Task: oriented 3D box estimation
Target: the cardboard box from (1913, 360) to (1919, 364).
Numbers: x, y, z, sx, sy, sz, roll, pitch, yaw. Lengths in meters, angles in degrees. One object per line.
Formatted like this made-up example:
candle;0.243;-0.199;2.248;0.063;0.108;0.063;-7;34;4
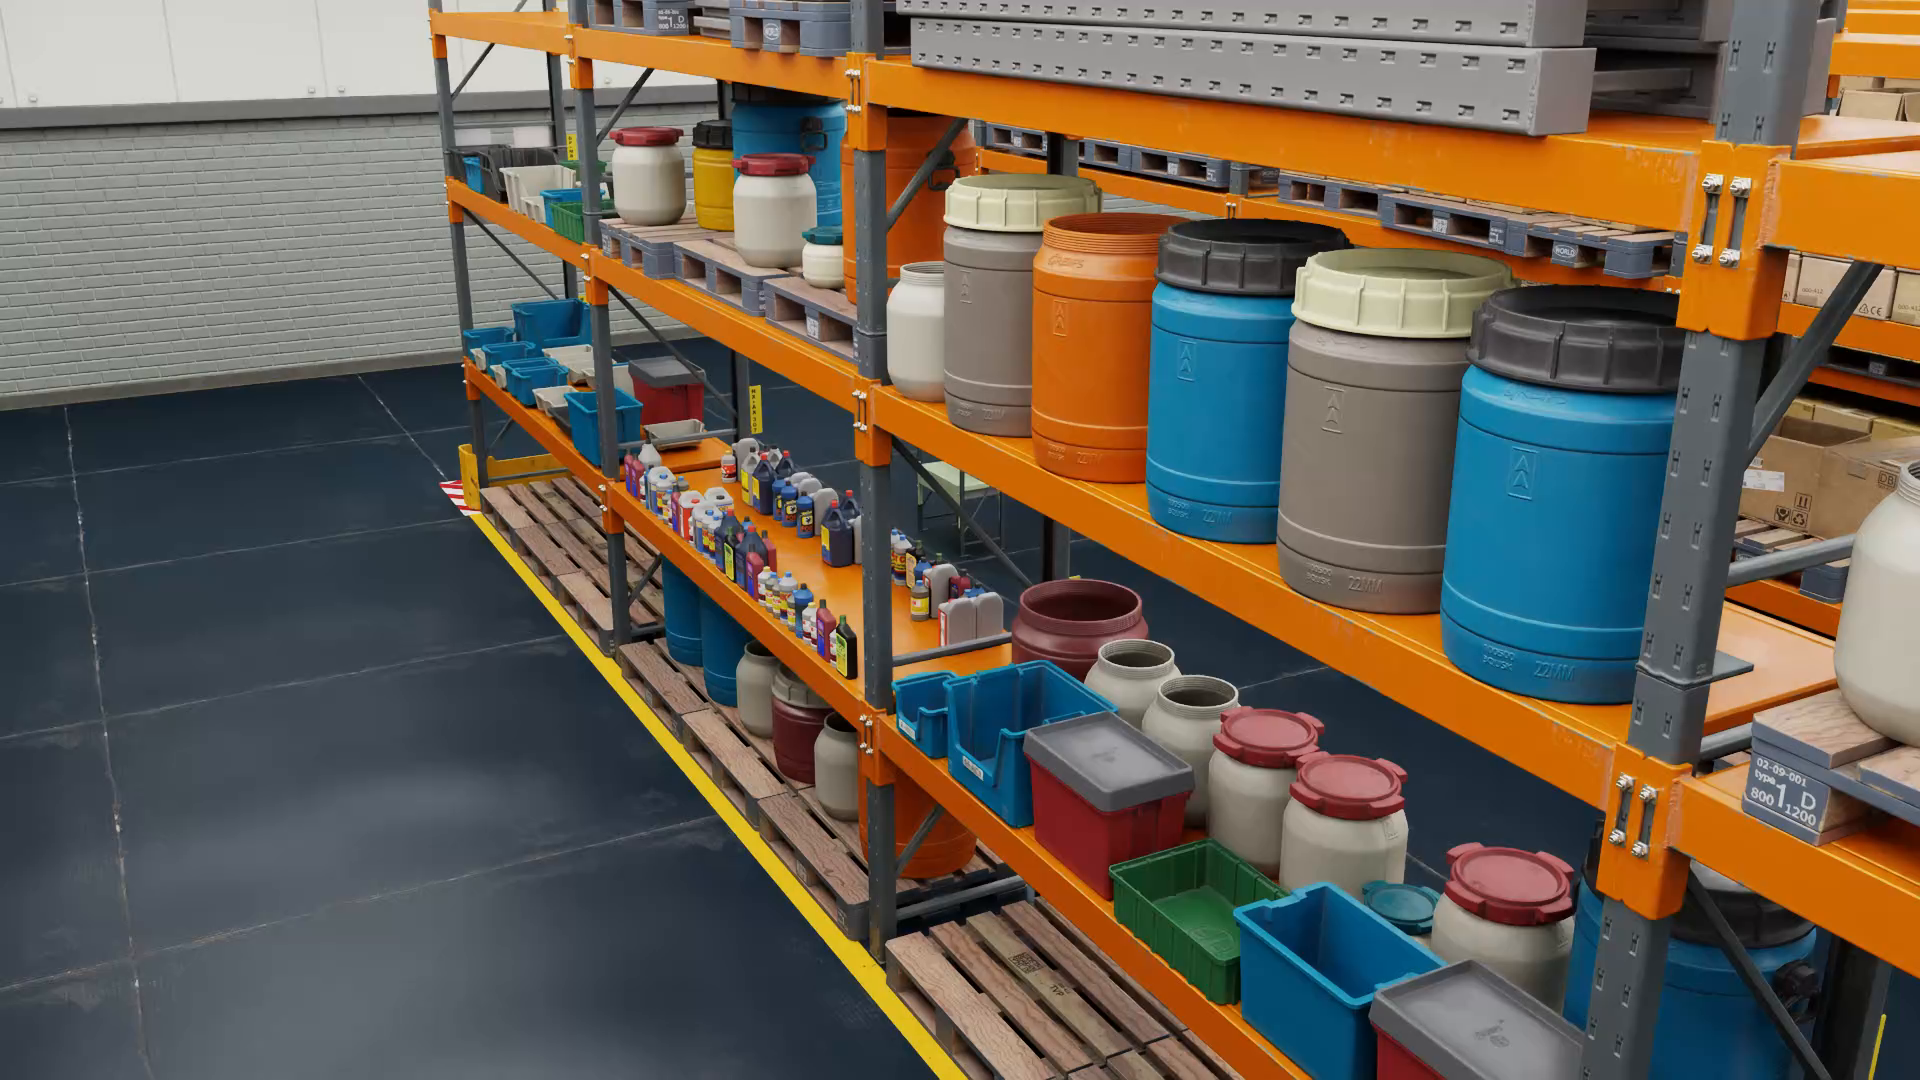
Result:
cardboard box;7.688;-1.458;13.000;0.380;0.149;0.250;-11;22;-29

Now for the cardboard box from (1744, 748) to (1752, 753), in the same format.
cardboard box;4.733;0.889;9.615;0.700;0.500;0.500;-11;22;-30

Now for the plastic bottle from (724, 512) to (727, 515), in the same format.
plastic bottle;-1.326;-0.062;9.517;0.097;0.201;0.097;0;19;0

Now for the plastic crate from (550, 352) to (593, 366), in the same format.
plastic crate;-3.089;-1.416;13.448;0.396;0.136;0.243;-10;21;-27

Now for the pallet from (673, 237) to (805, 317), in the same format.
pallet;-0.862;-1.449;8.923;1.003;0.211;1.213;-10;21;-27

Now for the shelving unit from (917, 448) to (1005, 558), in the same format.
shelving unit;0.003;-0.707;13.381;0.431;1.500;0.755;-10;21;-27

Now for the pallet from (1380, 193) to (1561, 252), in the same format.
pallet;3.511;-2.100;10.810;1.003;0.211;1.213;-9;21;-24

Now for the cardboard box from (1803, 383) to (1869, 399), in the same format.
cardboard box;7.719;-1.209;14.575;0.500;0.250;0.500;-9;21;-24

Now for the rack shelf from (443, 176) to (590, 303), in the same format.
rack shelf;-2.811;-2.307;12.224;1.077;0.370;4.000;-10;21;-27

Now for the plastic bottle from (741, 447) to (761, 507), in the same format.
plastic bottle;-1.264;-0.397;10.258;0.144;0.351;0.185;-10;21;-27

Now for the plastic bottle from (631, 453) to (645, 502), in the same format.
plastic bottle;-1.999;-0.391;10.344;0.061;0.283;0.133;-10;21;-27

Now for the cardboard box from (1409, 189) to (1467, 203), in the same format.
cardboard box;3.408;-2.523;10.943;0.797;0.503;0.637;-10;22;-27

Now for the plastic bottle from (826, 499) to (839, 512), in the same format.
plastic bottle;-0.714;-0.100;9.520;0.097;0.271;0.097;0;19;0

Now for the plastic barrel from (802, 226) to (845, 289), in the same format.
plastic barrel;-0.600;-1.343;7.896;0.301;0.262;0.301;0;19;0

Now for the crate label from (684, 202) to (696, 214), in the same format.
crate label;-1.839;-2.134;11.023;0.293;0.136;0.466;-10;21;-27

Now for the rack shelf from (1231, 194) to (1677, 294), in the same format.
rack shelf;3.447;-1.926;11.120;1.077;0.370;4.000;-10;21;-27

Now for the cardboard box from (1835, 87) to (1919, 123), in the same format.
cardboard box;7.529;-3.363;13.379;0.797;0.503;0.637;-10;22;-27

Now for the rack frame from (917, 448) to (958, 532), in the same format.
rack frame;-0.171;-0.812;13.686;0.400;1.500;0.023;-10;21;-27

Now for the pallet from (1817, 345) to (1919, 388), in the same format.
pallet;7.834;-1.485;13.630;1.003;0.211;1.213;-10;21;-27

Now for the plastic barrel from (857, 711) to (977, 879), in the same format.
plastic barrel;-0.209;1.182;8.289;0.600;0.830;0.708;-10;21;-27

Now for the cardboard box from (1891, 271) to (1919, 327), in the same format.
cardboard box;4.892;-1.154;8.007;0.500;0.250;0.500;-9;21;-26

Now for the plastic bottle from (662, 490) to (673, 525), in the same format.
plastic bottle;-1.726;-0.199;9.914;0.097;0.201;0.097;0;19;0

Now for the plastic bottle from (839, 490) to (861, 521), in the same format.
plastic bottle;-0.614;-0.103;9.406;0.144;0.351;0.185;-10;21;-27

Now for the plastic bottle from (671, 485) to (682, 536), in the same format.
plastic bottle;-1.641;-0.174;9.716;0.061;0.283;0.133;-10;21;-27

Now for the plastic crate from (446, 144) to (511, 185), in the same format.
plastic crate;-3.823;-3.006;13.347;0.497;0.269;0.590;-10;21;-27

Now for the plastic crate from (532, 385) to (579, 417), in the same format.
plastic crate;-2.953;-1.012;12.279;0.293;0.136;0.466;-10;21;-27

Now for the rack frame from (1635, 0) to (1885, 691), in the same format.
rack frame;1.938;-1.195;3.298;1.000;3.000;0.127;-10;21;-27

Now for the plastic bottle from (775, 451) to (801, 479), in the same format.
plastic bottle;-1.049;-0.366;10.169;0.144;0.351;0.185;-10;21;-27

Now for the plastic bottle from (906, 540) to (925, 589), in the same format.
plastic bottle;-0.236;0.129;8.838;0.061;0.283;0.133;-10;21;-27

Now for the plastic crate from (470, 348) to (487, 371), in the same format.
plastic crate;-3.854;-1.481;13.636;0.250;0.136;0.298;-10;21;-27

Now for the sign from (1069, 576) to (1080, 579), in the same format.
sign;0.519;0.328;7.831;0.100;0.325;0.005;-10;21;-27

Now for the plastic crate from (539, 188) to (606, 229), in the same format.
plastic crate;-2.575;-2.206;11.084;0.416;0.233;0.300;-10;21;-27

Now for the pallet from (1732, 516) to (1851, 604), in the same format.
pallet;4.829;0.004;9.314;1.213;0.211;1.003;-10;21;-27

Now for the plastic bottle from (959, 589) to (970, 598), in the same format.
plastic bottle;0.040;0.347;8.332;0.097;0.201;0.097;0;19;0

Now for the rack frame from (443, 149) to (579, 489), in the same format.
rack frame;-3.761;-1.804;14.260;1.000;3.000;0.127;-10;21;-27

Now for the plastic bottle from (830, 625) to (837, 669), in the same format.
plastic bottle;-0.568;0.501;7.886;0.097;0.201;0.097;0;19;0

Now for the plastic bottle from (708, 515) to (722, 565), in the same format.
plastic bottle;-1.350;-0.005;9.244;0.097;0.271;0.097;0;19;0

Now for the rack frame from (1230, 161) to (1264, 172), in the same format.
rack frame;2.498;-4.259;12.177;1.000;3.000;0.127;-10;21;-27

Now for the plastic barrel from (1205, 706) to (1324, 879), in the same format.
plastic barrel;1.122;0.933;6.119;0.433;0.535;0.433;0;19;0

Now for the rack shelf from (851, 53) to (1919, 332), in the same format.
rack shelf;0.988;-1.240;5.145;1.077;0.370;4.000;-10;21;-27

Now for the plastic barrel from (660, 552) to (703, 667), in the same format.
plastic barrel;-1.618;0.297;10.746;0.600;0.901;0.708;-10;21;-27

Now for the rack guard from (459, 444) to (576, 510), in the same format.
rack guard;-3.784;-0.627;14.682;1.175;0.500;0.348;-10;21;-27

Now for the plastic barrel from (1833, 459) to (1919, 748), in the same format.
plastic barrel;1.969;0.126;3.254;0.421;0.512;0.421;0;19;0

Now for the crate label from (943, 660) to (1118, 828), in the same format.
crate label;0.272;0.803;6.651;0.502;0.435;0.616;-10;21;-27

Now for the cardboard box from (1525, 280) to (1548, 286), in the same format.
cardboard box;5.952;-2.737;16.356;0.500;0.500;0.500;-10;21;-27

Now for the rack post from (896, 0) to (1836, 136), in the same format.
rack post;0.927;-1.841;4.865;1.013;1.000;3.121;-10;21;-27

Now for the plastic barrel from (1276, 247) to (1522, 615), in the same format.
plastic barrel;1.194;-0.314;4.576;0.600;0.901;0.600;0;19;0

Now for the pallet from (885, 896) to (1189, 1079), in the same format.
pallet;0.372;2.039;7.398;1.003;0.211;1.213;-10;21;-27

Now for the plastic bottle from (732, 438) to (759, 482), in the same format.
plastic bottle;-1.390;-0.534;10.770;0.152;0.276;0.135;-10;21;-27

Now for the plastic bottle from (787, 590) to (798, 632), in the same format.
plastic bottle;-0.816;0.351;8.321;0.097;0.201;0.097;0;19;0
